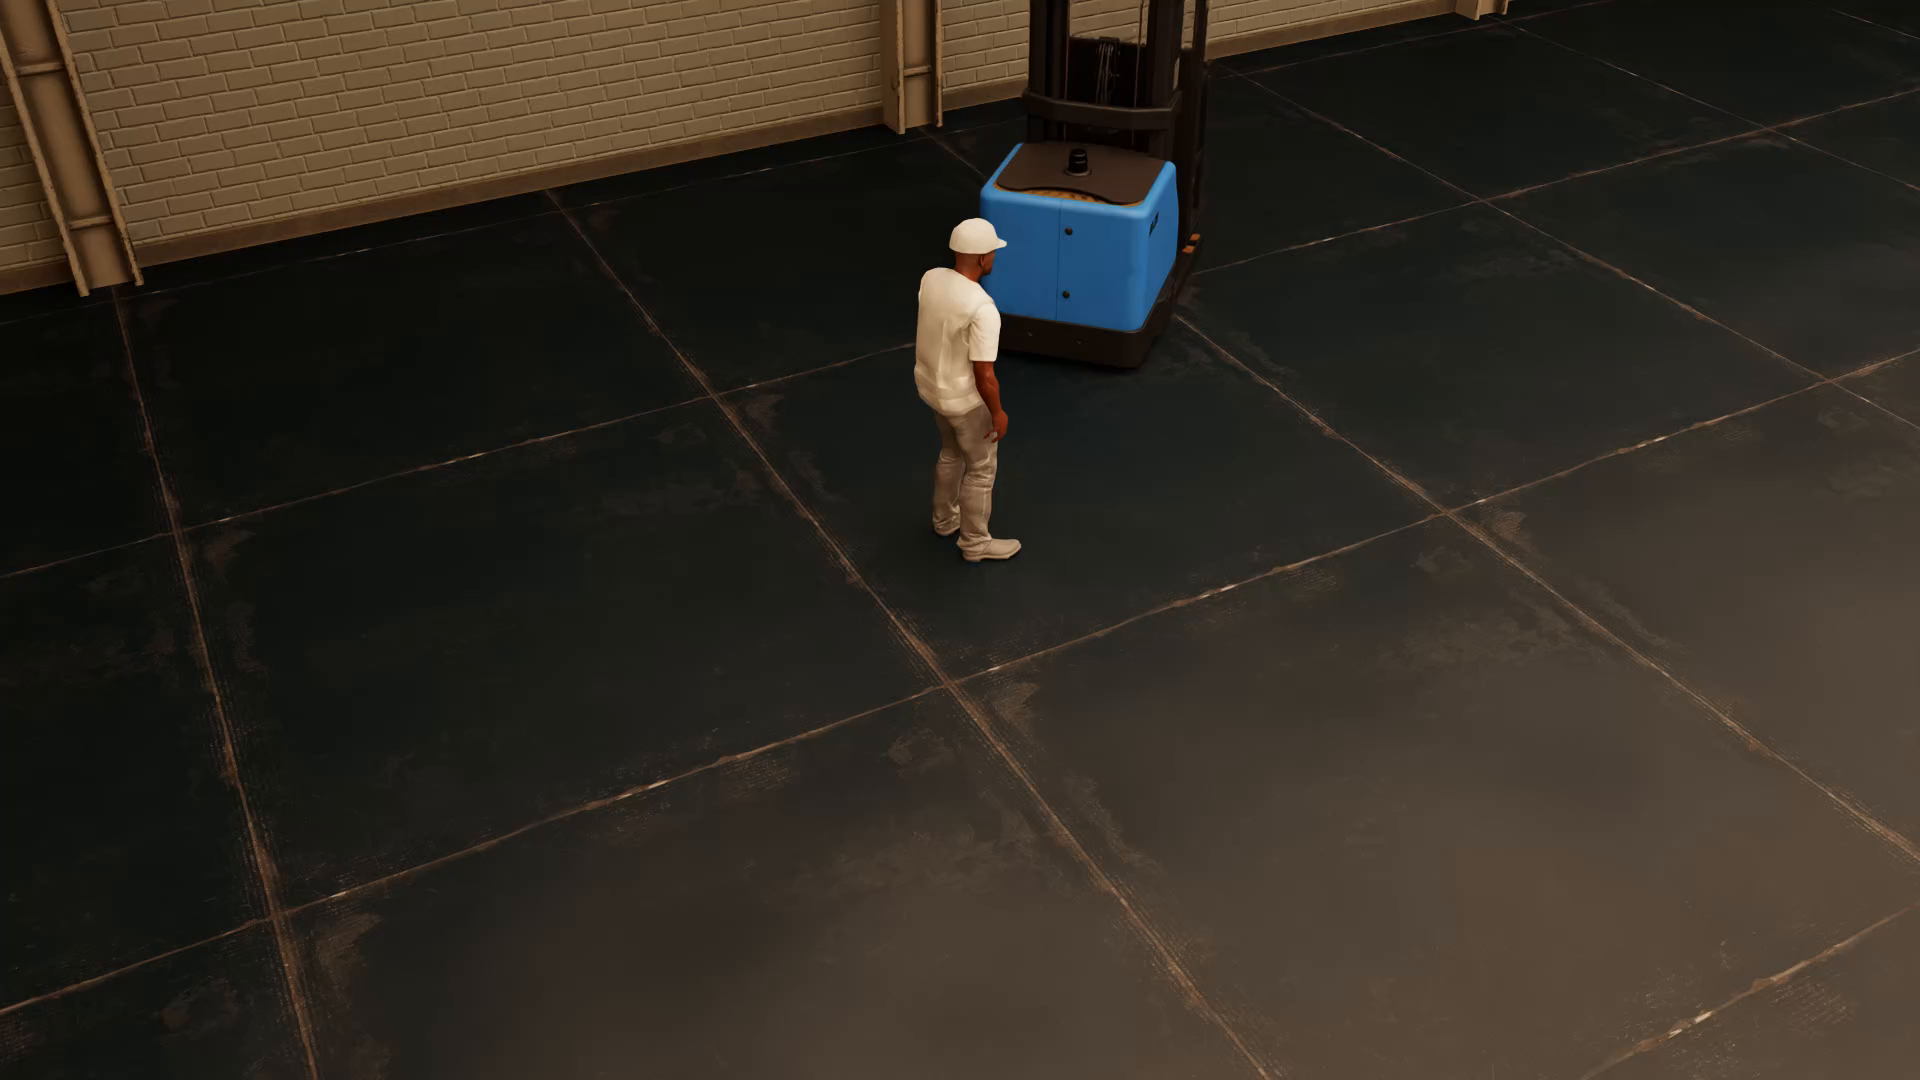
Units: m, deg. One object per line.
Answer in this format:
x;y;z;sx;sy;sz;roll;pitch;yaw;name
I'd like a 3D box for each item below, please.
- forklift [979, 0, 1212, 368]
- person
1.039;-3.083;10.485;1.130;2.935;3.031;11;37;15;forklift
0.026;-0.738;8.185;0.460;1.759;0.629;-19;40;-25;person
